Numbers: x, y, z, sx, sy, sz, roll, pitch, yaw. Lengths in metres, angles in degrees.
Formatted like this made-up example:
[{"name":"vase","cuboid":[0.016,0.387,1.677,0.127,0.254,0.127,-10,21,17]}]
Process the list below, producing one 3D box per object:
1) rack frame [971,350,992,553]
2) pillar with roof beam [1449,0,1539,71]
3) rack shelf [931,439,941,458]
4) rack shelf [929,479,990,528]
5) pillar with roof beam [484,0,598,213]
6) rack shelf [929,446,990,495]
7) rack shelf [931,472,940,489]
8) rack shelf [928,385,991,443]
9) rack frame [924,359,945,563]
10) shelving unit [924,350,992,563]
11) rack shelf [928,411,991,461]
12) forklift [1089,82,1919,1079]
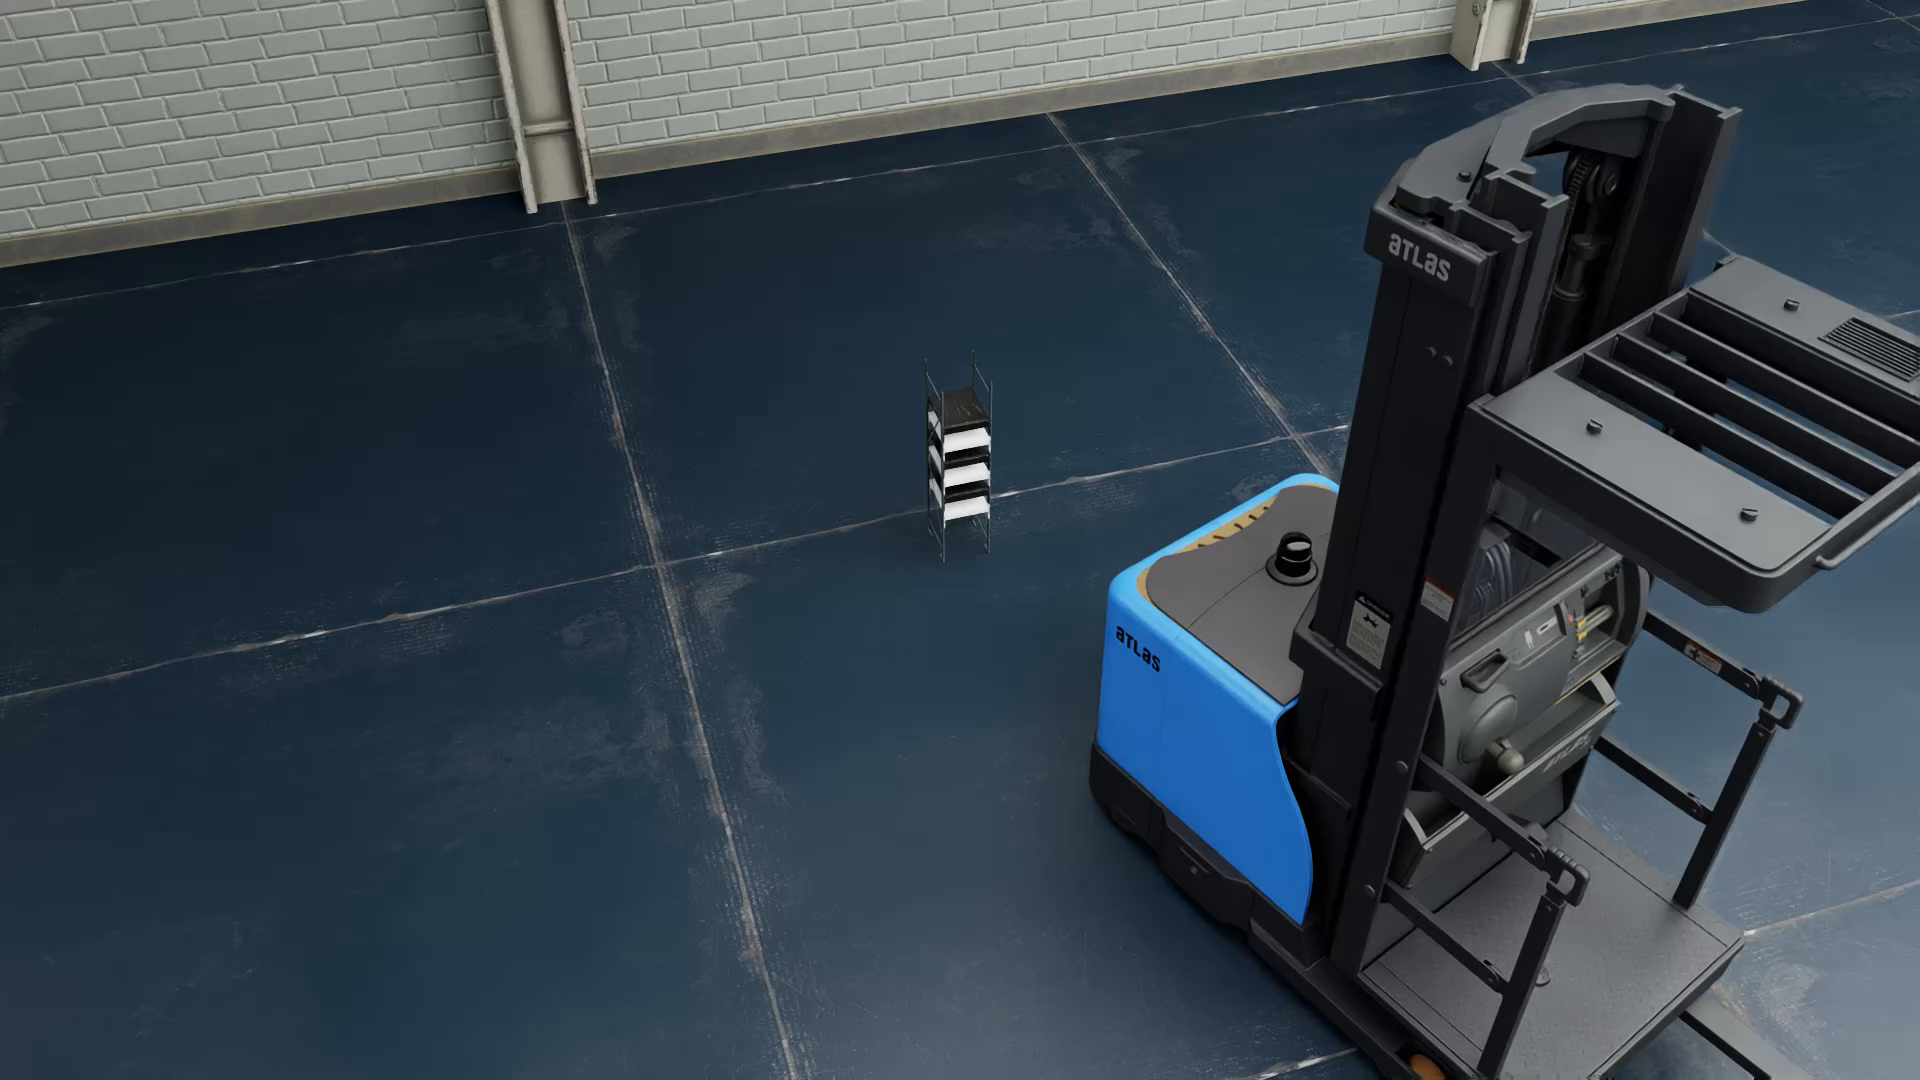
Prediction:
[{"name":"rack frame","cuboid":[0.089,-0.357,6.975,0.006,0.900,0.240,-12,42,-13]},{"name":"pillar with roof beam","cuboid":[4.725,-3.845,4.811,0.400,9.000,9.100,-12,42,-13]},{"name":"rack shelf","cuboid":[-0.008,-0.391,6.905,0.184,0.015,0.199,-12,42,-13]},{"name":"rack shelf","cuboid":[-0.008,-0.177,7.092,0.200,0.077,0.258,-12,42,-13]},{"name":"pillar with roof beam","cuboid":[-0.998,-2.659,3.454,0.400,9.000,9.100,-12,42,-13]},{"name":"rack shelf","cuboid":[-0.008,-0.312,6.974,0.200,0.077,0.258,-12,42,-13]},{"name":"rack shelf","cuboid":[-0.008,-0.256,7.023,0.184,0.015,0.199,-12,42,-13]},{"name":"rack shelf","cuboid":[-0.008,-0.516,6.796,0.200,0.077,0.258,-12,42,-13]},{"name":"rack frame","cuboid":[-0.105,-0.317,6.929,0.006,0.900,0.240,-12,42,-13]},{"name":"shelving unit","cuboid":[-0.008,-0.337,6.952,0.210,0.900,0.258,-12,42,-13]},{"name":"rack shelf","cuboid":[-0.008,-0.448,6.856,0.200,0.077,0.258,-12,42,-13]},{"name":"forklift","cuboid":[1.780,0.400,4.564,1.130,2.935,3.031,-27,48,-28]}]
